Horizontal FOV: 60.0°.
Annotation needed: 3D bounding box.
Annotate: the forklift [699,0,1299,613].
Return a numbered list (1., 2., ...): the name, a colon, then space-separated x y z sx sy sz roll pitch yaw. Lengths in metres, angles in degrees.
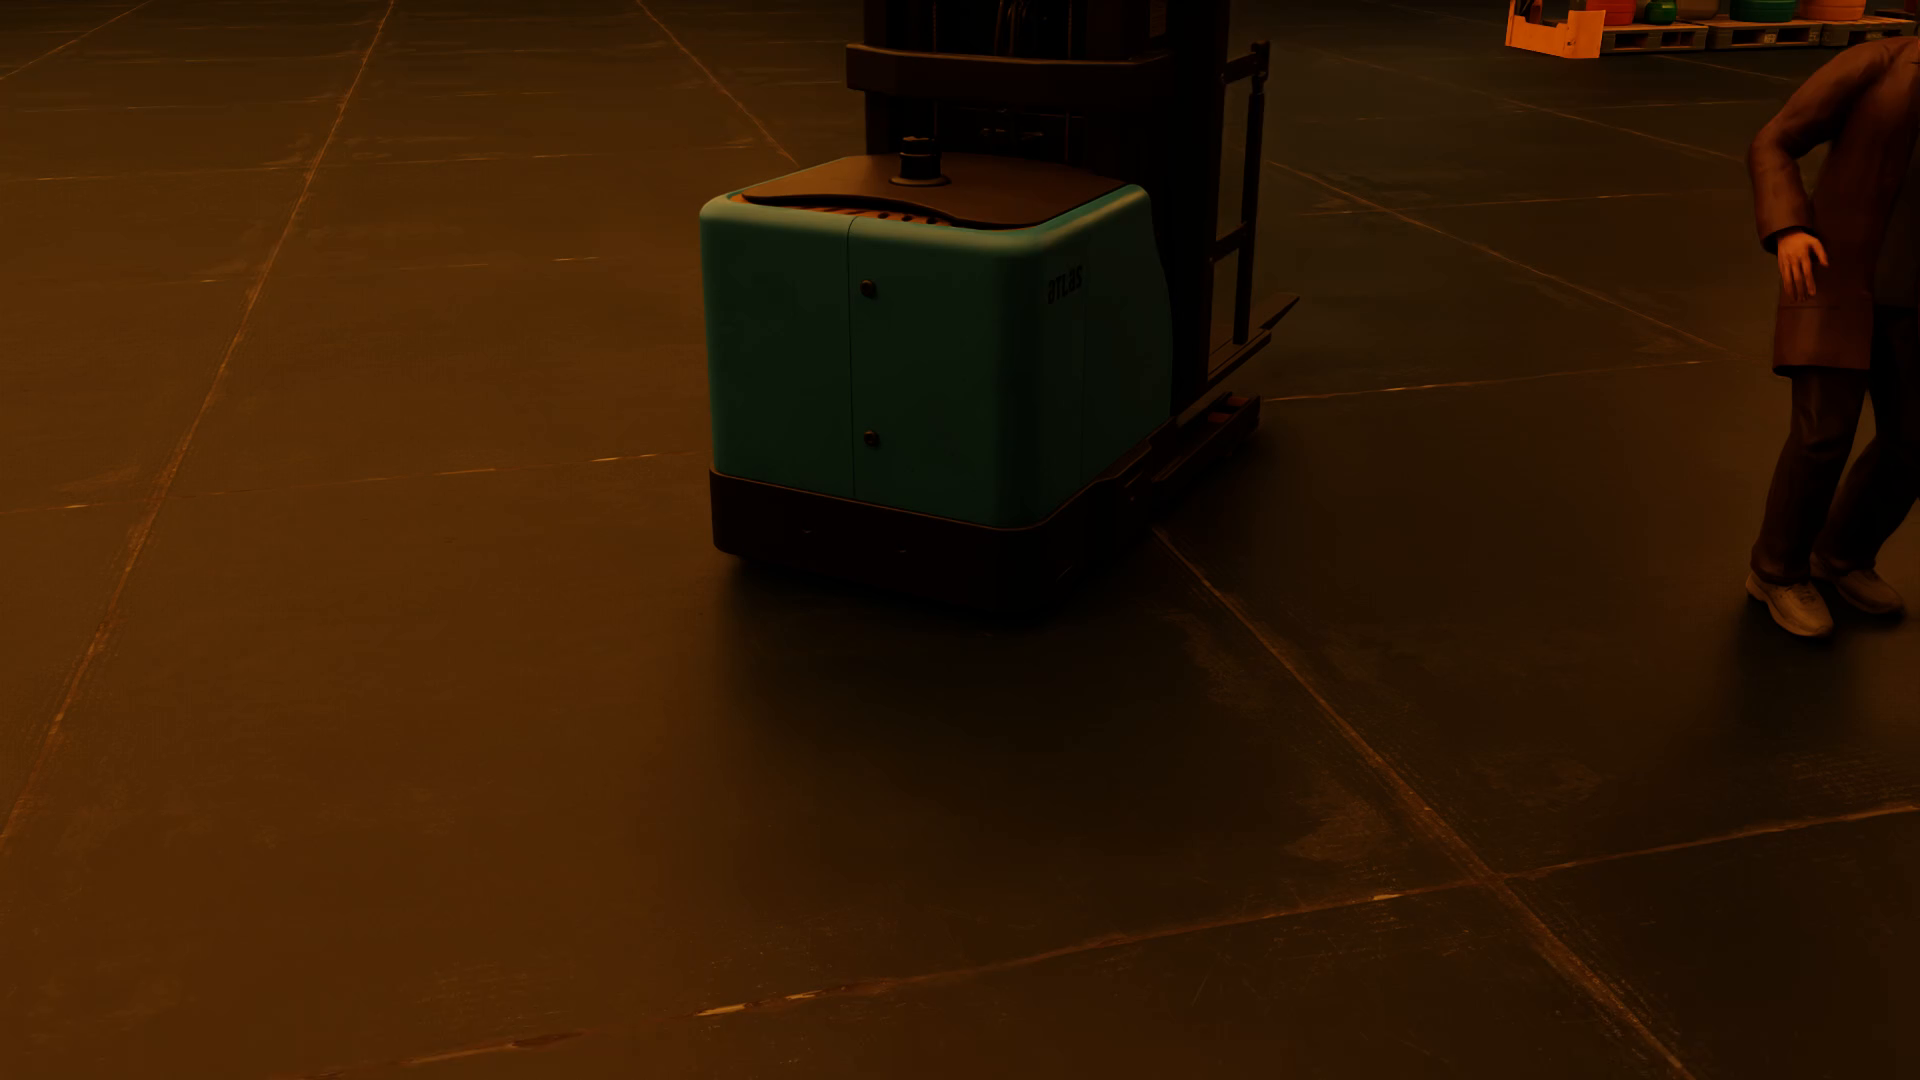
1. forklift: 0.406 -1.693 5.289 1.130 2.935 3.031 11 26 25

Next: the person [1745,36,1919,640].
1. person: 2.437 -0.610 4.287 0.792 1.742 0.549 3 23 6
